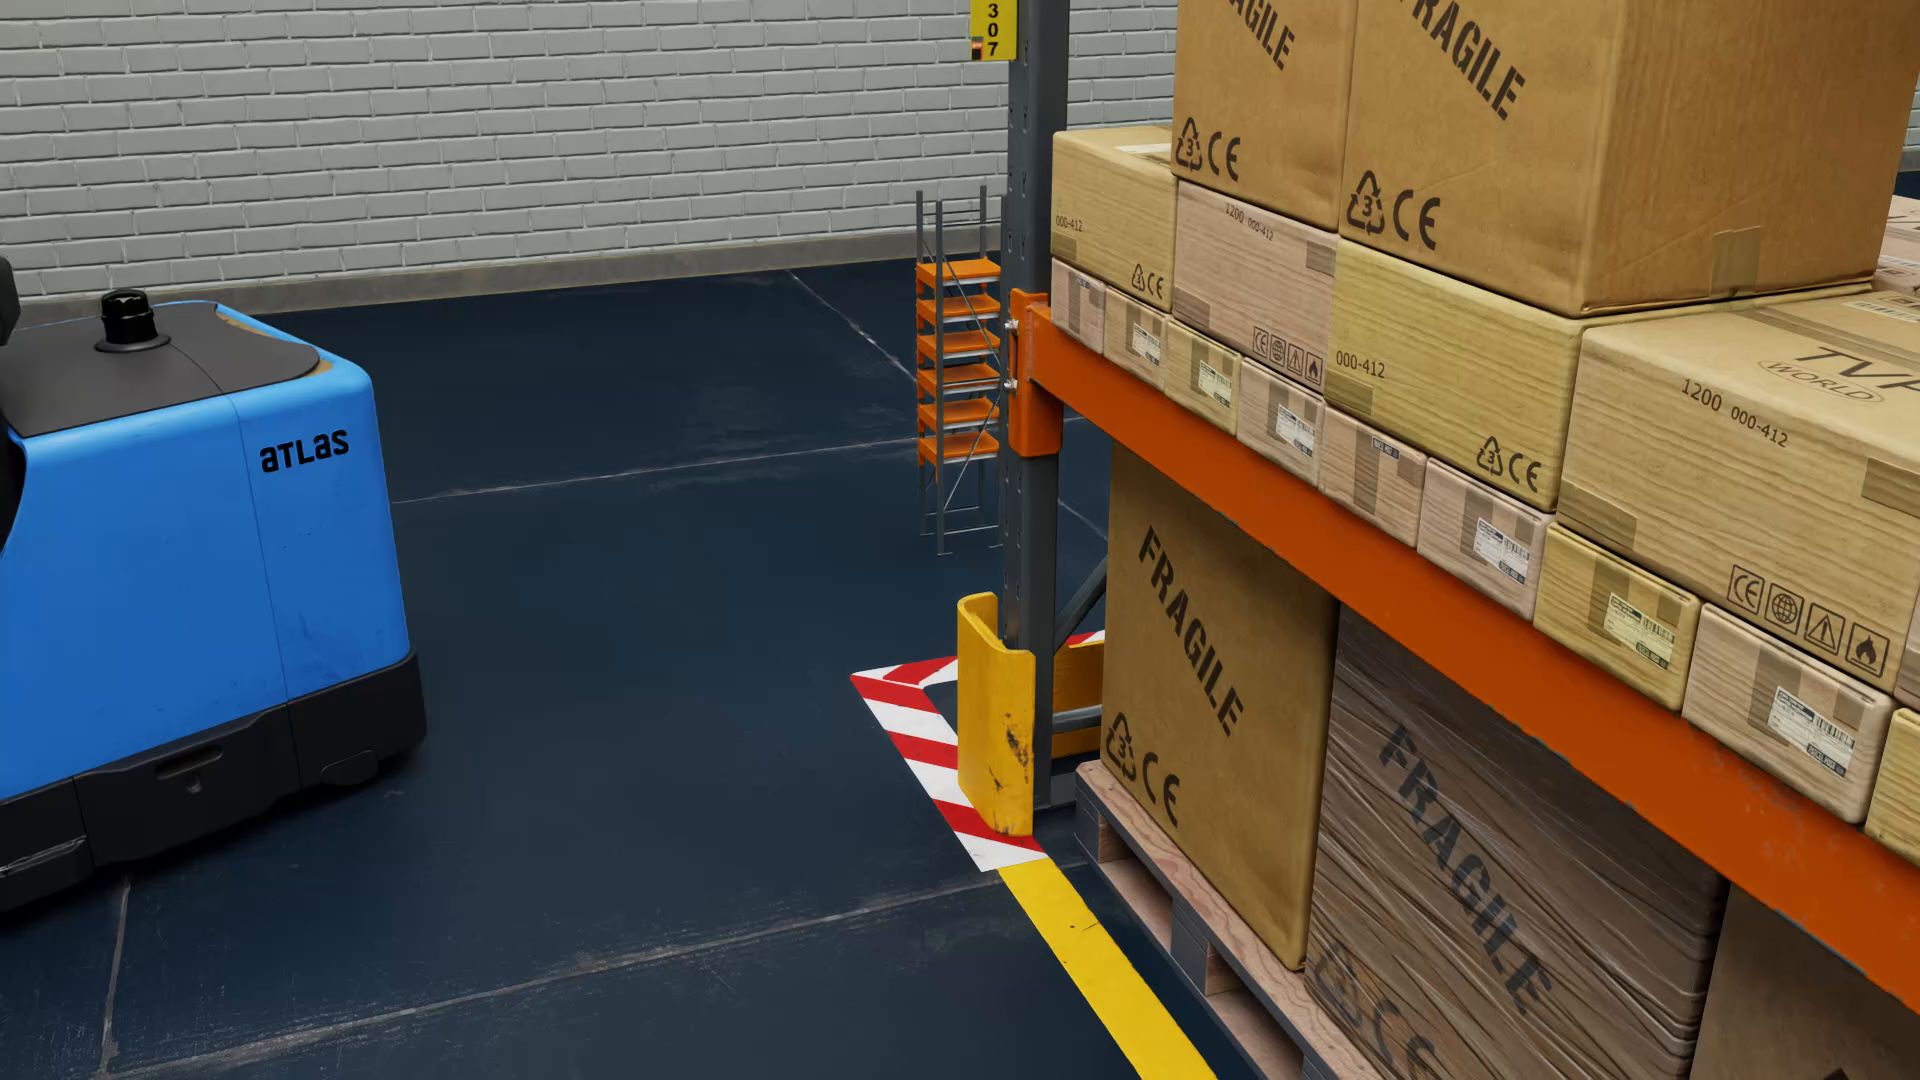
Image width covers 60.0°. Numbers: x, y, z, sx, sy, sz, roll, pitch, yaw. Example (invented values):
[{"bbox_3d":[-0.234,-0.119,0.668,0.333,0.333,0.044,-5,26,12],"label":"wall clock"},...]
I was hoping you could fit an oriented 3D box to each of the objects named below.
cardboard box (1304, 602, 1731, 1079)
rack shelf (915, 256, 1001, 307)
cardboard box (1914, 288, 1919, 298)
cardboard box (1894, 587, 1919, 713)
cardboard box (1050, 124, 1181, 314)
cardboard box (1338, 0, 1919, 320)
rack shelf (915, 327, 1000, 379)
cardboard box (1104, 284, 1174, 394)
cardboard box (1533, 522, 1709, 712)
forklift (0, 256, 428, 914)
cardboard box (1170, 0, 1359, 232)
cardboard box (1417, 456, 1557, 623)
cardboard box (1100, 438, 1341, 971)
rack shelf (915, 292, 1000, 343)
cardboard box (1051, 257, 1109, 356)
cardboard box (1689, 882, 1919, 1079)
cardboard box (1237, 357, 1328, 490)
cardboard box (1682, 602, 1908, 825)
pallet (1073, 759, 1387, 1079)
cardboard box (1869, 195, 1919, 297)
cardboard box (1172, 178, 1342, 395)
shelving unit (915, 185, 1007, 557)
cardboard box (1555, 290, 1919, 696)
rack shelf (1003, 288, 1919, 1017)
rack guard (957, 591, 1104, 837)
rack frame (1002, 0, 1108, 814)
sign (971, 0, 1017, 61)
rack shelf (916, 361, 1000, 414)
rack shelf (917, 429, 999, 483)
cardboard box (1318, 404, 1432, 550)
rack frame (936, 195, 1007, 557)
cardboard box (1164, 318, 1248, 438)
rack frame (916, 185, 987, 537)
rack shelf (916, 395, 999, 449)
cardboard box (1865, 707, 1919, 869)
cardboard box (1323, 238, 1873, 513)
[{"bbox_3d":[1.213,0.551,2.775,0.875,0.875,0.875,-8,24,-19],"label":"cardboard box"},{"bbox_3d":[0.005,-0.838,5.382,0.258,0.103,0.180,-8,24,-19],"label":"rack shelf"},{"bbox_3d":[1.557,-0.157,2.070,0.500,0.250,0.500,-8,24,-19],"label":"cardboard box"},{"bbox_3d":[1.237,0.101,1.457,0.500,0.250,0.500,-8,24,-18],"label":"cardboard box"},{"bbox_3d":[0.508,-0.643,3.224,0.500,0.250,0.500,-9,24,-20],"label":"cardboard box"},{"bbox_3d":[0.873,-0.619,2.202,0.500,0.500,0.500,-9,24,-20],"label":"cardboard box"},{"bbox_3d":[0.005,-0.617,5.475,0.258,0.103,0.180,-8,24,-19],"label":"rack shelf"},{"bbox_3d":[0.499,-0.403,3.169,0.380,0.149,0.250,-9,24,-20],"label":"cardboard box"},{"bbox_3d":[0.952,0.062,2.064,0.380,0.149,0.250,-9,24,-20],"label":"cardboard box"},{"bbox_3d":[-2.798,-0.502,3.167,3.031,2.935,1.130,-21,31,-40],"label":"forklift"},{"bbox_3d":[0.684,-0.807,2.647,0.500,0.500,0.500,-9,24,-20],"label":"cardboard box"},{"bbox_3d":[0.864,-0.030,2.282,0.380,0.149,0.250,-9,24,-20],"label":"cardboard box"},{"bbox_3d":[0.892,0.221,3.559,0.875,0.875,0.875,-8,24,-19],"label":"cardboard box"},{"bbox_3d":[0.005,-0.728,5.429,0.258,0.103,0.180,-8,24,-19],"label":"rack shelf"},{"bbox_3d":[0.407,-0.496,3.389,0.380,0.149,0.250,-8,24,-18],"label":"cardboard box"},{"bbox_3d":[1.528,0.875,2.008,0.875,0.875,0.875,-8,24,-19],"label":"cardboard box"},{"bbox_3d":[0.683,-0.216,2.723,0.380,0.149,0.250,-9,24,-20],"label":"cardboard box"},{"bbox_3d":[1.046,0.157,1.838,0.380,0.149,0.250,-8,24,-18],"label":"cardboard box"},{"bbox_3d":[0.946,0.778,3.632,1.003,0.211,1.213,-8,24,-19],"label":"pallet"},{"bbox_3d":[1.369,-0.345,2.518,0.500,0.250,0.500,-9,25,-21],"label":"cardboard box"},{"bbox_3d":[0.698,-0.455,2.778,0.500,0.250,0.500,-9,24,-20],"label":"cardboard box"},{"bbox_3d":[0.005,-0.548,5.504,0.258,1.200,0.189,-8,24,-19],"label":"shelving unit"},{"bbox_3d":[1.061,-0.083,1.895,0.500,0.250,0.500,-9,24,-20],"label":"cardboard box"},{"bbox_3d":[1.297,0.272,2.169,1.077,0.370,4.000,-8,24,-19],"label":"rack shelf"},{"bbox_3d":[0.582,0.357,4.260,1.175,0.500,0.348,-8,24,-19],"label":"rack guard"},{"bbox_3d":[0.591,-0.786,3.754,1.000,3.000,0.127,-8,24,-19],"label":"rack frame"},{"bbox_3d":[0.069,-1.148,3.395,0.100,0.325,0.005,-8,24,-19],"label":"sign"},{"bbox_3d":[0.005,-0.507,5.522,0.258,0.103,0.180,-8,24,-19],"label":"rack shelf"},{"bbox_3d":[0.005,-0.286,5.615,0.258,0.103,0.180,-8,24,-19],"label":"rack shelf"},{"bbox_3d":[0.772,-0.123,2.504,0.380,0.149,0.250,-9,24,-20],"label":"cardboard box"},{"bbox_3d":[0.037,-0.514,5.426,0.240,1.200,0.006,-8,24,-19],"label":"rack frame"},{"bbox_3d":[0.590,-0.310,2.948,0.380,0.149,0.250,-9,24,-20],"label":"cardboard box"},{"bbox_3d":[-0.027,-0.581,5.583,0.240,1.200,0.006,-8,24,-19],"label":"rack frame"},{"bbox_3d":[0.005,-0.396,5.568,0.258,0.103,0.180,-8,24,-19],"label":"rack shelf"},{"bbox_3d":[1.135,0.250,1.618,0.380,0.149,0.250,-9,24,-20],"label":"cardboard box"},{"bbox_3d":[0.872,-0.272,2.343,0.500,0.250,0.500,-9,25,-21],"label":"cardboard box"}]
